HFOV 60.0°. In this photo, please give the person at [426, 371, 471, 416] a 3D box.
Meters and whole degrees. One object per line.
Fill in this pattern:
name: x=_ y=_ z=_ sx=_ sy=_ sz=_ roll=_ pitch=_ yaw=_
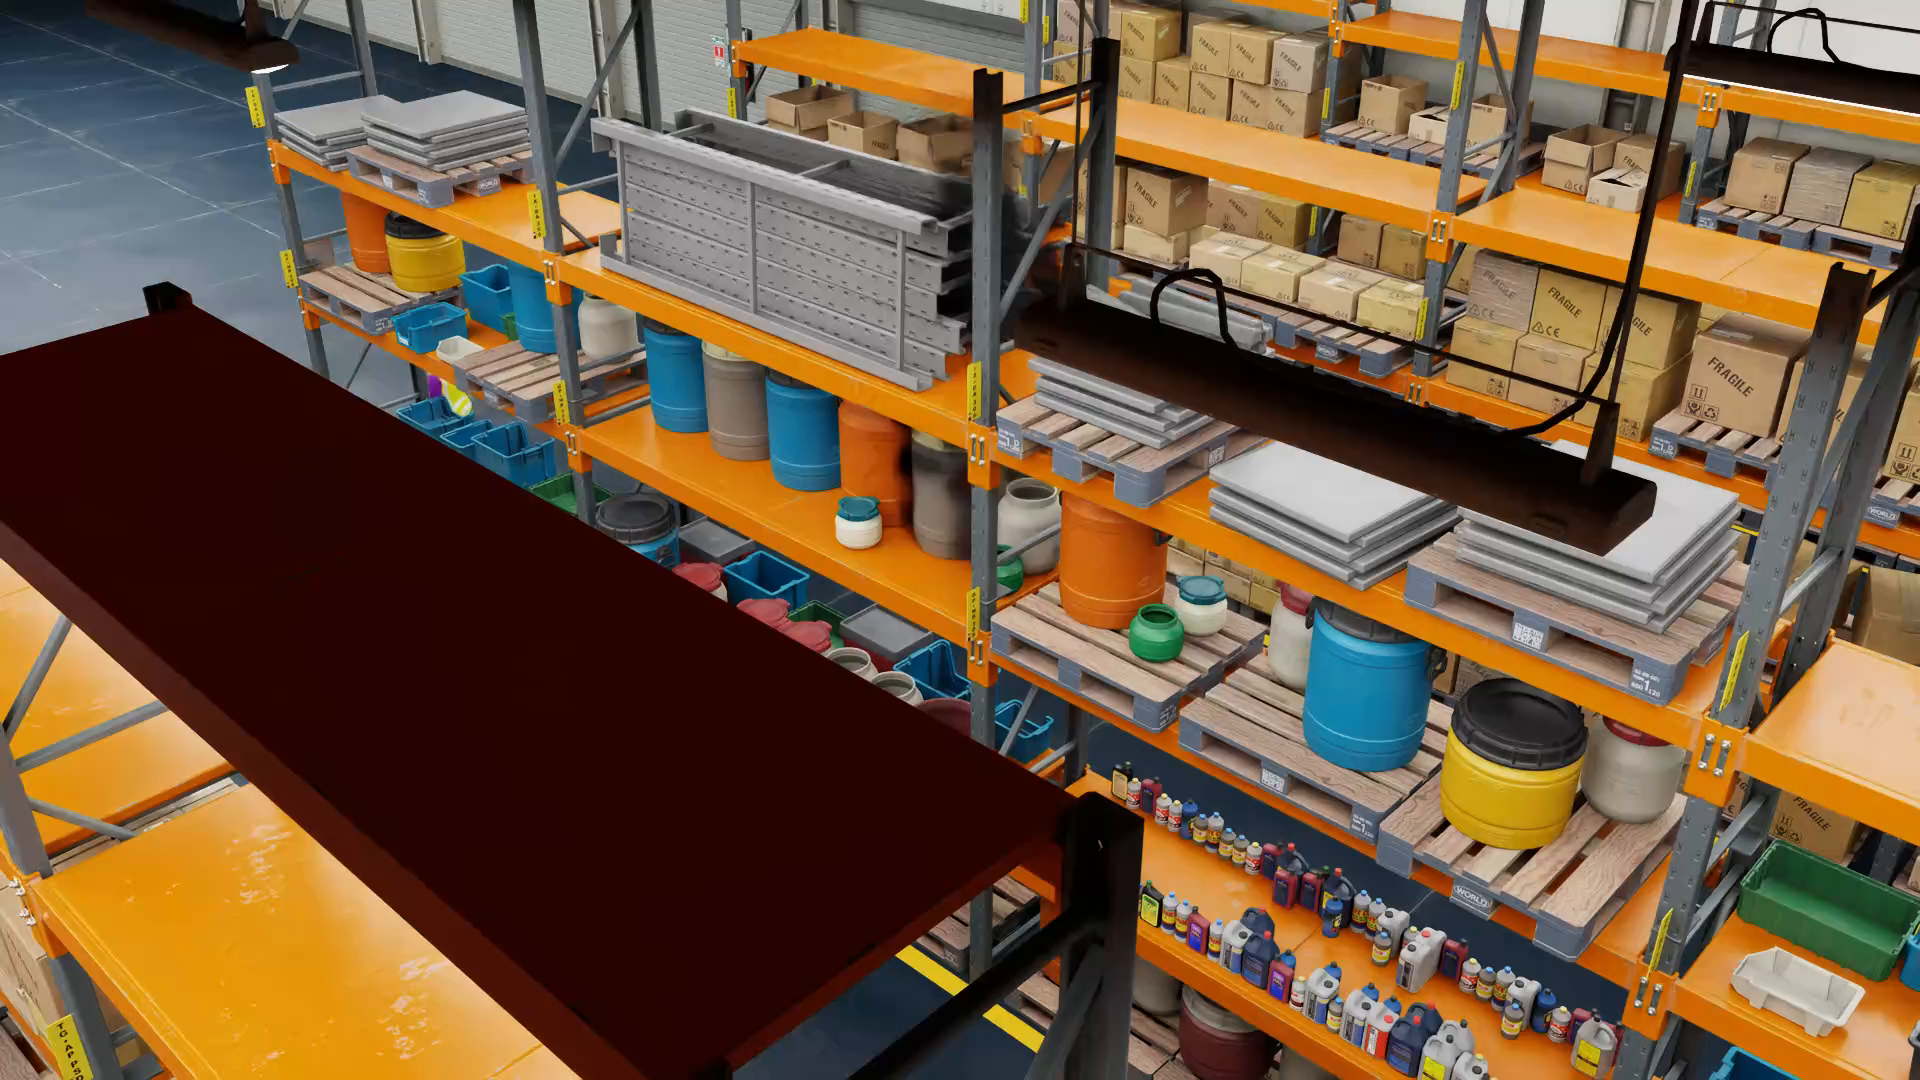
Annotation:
person: x=-5.121 y=-1.271 z=16.773 sx=0.552 sy=1.705 sz=0.748 roll=8 pitch=30 yaw=14
